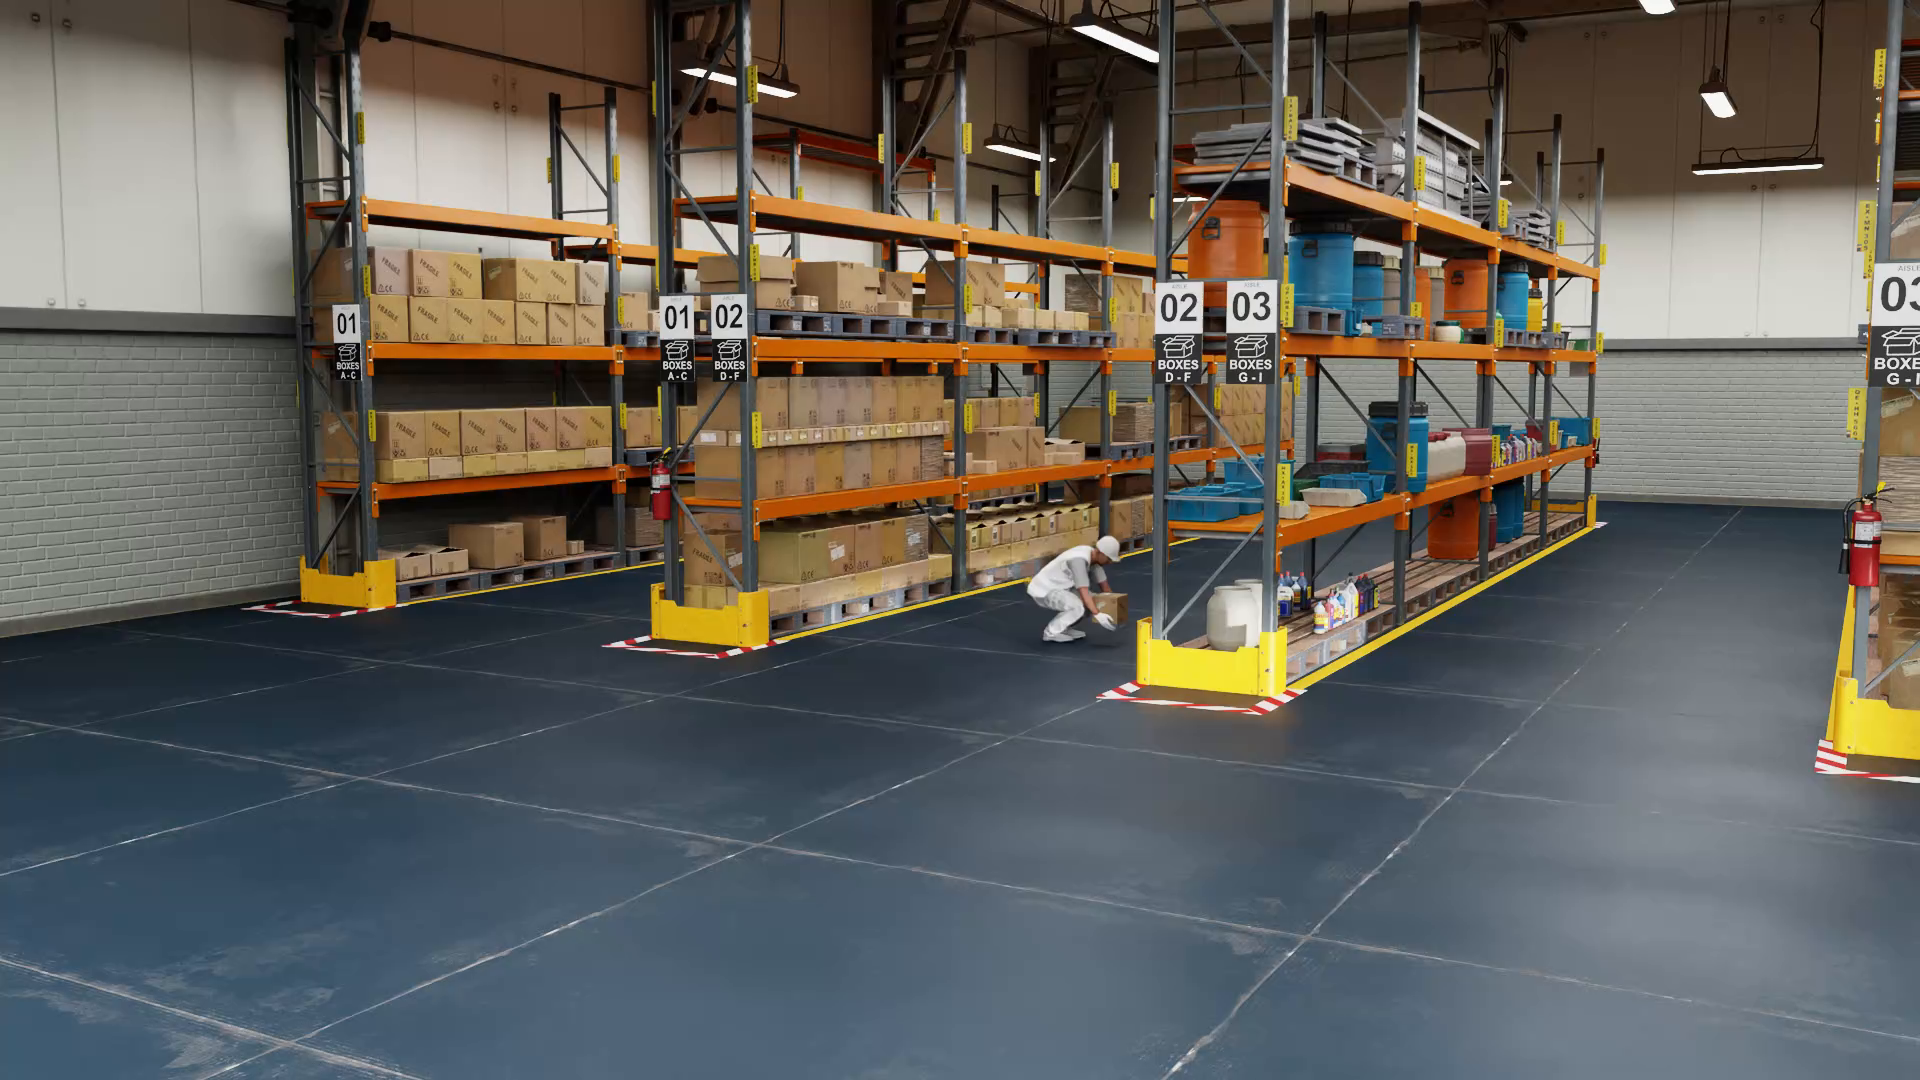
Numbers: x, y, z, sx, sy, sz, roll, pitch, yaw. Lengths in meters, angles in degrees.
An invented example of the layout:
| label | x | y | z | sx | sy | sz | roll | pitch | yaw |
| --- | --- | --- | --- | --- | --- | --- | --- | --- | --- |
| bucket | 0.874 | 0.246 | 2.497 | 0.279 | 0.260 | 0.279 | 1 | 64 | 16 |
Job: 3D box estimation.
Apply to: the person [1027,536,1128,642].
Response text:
| label | x | y | z | sx | sy | sz | roll | pitch | yaw |
| --- | --- | --- | --- | --- | --- | --- | --- | --- | --- |
| person | 1.095 | 0.448 | 15.523 | 0.897 | 0.993 | 0.578 | 3 | 7 | 29 |
